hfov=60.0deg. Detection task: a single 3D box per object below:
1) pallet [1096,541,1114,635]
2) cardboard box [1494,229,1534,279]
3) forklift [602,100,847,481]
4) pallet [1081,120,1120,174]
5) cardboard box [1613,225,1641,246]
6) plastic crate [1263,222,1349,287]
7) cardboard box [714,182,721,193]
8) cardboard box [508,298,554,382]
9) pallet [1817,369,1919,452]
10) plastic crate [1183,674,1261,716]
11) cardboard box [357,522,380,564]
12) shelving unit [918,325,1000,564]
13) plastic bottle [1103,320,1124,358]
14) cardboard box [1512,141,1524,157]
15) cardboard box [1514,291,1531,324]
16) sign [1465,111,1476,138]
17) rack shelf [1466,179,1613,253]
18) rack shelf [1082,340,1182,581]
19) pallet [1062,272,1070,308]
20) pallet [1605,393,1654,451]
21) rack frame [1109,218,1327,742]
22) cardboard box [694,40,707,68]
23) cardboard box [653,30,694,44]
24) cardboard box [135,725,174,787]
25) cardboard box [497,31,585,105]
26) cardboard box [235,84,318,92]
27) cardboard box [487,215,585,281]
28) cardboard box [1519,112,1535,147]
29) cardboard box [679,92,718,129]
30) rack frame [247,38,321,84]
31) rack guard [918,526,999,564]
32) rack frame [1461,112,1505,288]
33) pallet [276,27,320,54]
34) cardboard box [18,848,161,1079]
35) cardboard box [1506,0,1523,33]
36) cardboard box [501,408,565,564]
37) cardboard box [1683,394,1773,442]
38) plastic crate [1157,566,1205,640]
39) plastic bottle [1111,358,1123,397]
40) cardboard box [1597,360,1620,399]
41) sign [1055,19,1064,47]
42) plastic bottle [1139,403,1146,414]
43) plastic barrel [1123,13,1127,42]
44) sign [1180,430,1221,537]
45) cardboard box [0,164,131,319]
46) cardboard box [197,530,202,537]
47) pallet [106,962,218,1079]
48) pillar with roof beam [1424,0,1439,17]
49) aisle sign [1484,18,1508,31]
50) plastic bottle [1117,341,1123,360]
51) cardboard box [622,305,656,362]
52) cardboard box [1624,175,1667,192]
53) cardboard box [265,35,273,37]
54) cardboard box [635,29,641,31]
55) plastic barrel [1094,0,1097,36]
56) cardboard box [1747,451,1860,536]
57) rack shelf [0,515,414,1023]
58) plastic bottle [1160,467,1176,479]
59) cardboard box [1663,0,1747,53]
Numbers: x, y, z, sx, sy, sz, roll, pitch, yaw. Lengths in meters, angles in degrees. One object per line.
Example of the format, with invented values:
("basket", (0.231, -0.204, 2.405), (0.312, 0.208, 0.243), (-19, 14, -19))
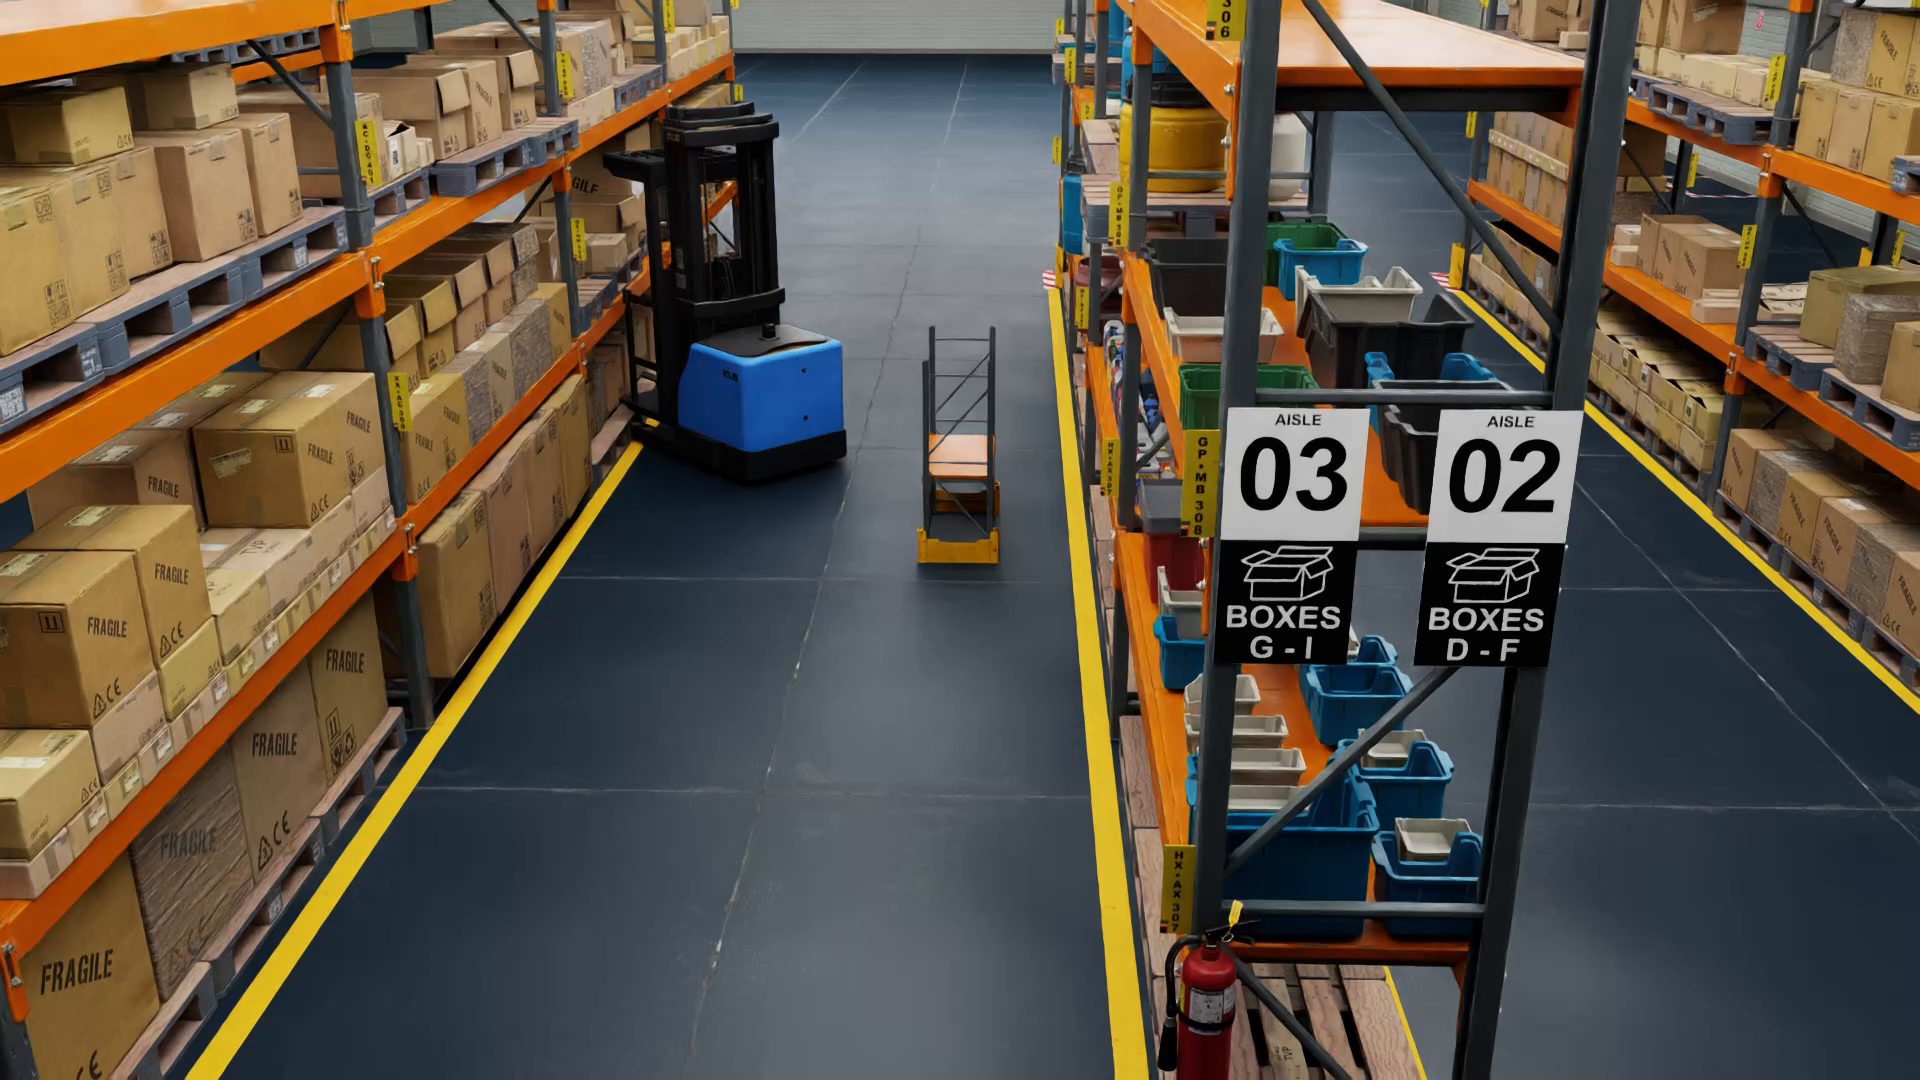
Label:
("pallet", (1.464, 0.322, 11.408), (1.003, 0.211, 1.213), (1, 21, 2))
("cardboard box", (6.426, -3.251, 18.944), (0.500, 0.500, 0.500), (1, 21, 2))
("forklift", (-2.326, -2.305, 14.418), (1.130, 2.935, 3.031), (-18, 28, -38))
("pallet", (1.365, -2.738, 11.554), (1.003, 0.211, 1.213), (1, 21, 2))
("cardboard box", (6.587, -2.846, 15.923), (0.500, 0.250, 0.500), (2, 21, 5))
("plastic crate", (1.654, -1.400, 8.138), (0.450, 0.188, 0.662), (1, 21, 2))
("cardboard box", (-3.011, -4.157, 19.442), (0.380, 0.149, 0.250), (1, 21, 2))
("cardboard box", (-3.253, -1.443, 11.964), (0.500, 0.500, 0.500), (0, 21, 1))
("pallet", (6.383, -0.855, 10.851), (1.003, 0.211, 1.213), (1, 21, 2))
("plastic crate", (1.084, 0.674, 6.926), (0.298, 0.136, 0.250), (1, 21, 2))
("cardboard box", (-3.276, 0.012, 8.698), (0.380, 0.149, 0.250), (1, 21, 3))
("shelving unit", (0.002, -0.727, 12.329), (0.587, 1.500, 1.083), (1, 21, 2))
("plastic bottle", (1.150, -1.493, 12.401), (0.152, 0.276, 0.135), (1, 21, 2))
("cardboard box", (6.423, -4.377, 18.627), (0.380, 0.149, 0.250), (0, 21, 0))
("cardboard box", (6.380, -2.540, 18.148), (0.500, 0.250, 0.500), (1, 21, 2))
("sign", (6.126, -4.989, 19.934), (0.100, 0.325, 0.005), (1, 21, 2))
("rack shelf", (6.620, -3.482, 18.350), (1.077, 0.370, 4.000), (1, 21, 2))
("rack shelf", (1.425, -0.645, 11.039), (1.077, 0.370, 4.000), (1, 21, 2))
("pallet", (1.744, -2.974, 19.903), (1.003, 0.211, 1.213), (1, 21, 2))
("pallet", (6.541, -1.085, 15.033), (1.003, 0.211, 1.213), (1, 21, 2))
("rack frame", (1.364, -0.257, 9.045), (1.000, 3.000, 0.127), (1, 21, 2))
("cardboard box", (-3.028, -5.254, 17.985), (0.500, 0.250, 0.500), (0, 21, 1))
("cardboard box", (-3.023, -5.305, 17.564), (0.380, 0.149, 0.250), (0, 21, 1))
("cardboard box", (-3.347, 0.847, 6.546), (0.380, 0.149, 0.250), (0, 21, 1))
("cardboard box", (-3.193, -3.603, 12.693), (0.500, 0.500, 0.500), (1, 21, 2))
("cardboard box", (-8.226, -5.181, 20.036), (0.875, 0.550, 0.550), (1, 21, 2))
("cardboard box", (-3.571, -2.399, 13.847), (0.700, 0.500, 0.500), (4, 22, 10))
("cardboard box", (6.627, -4.631, 18.387), (0.700, 0.500, 0.500), (1, 21, 2))
("cardboard box", (-3.018, -4.739, 18.664), (0.500, 0.500, 0.500), (1, 21, 2))
("rack frame", (-8.176, -4.742, 20.603), (1.000, 3.000, 0.127), (1, 21, 2))
("rack guard", (-0.013, 0.036, 12.091), (0.587, 0.250, 0.087), (1, 21, 2))
("rack frame", (6.680, -4.540, 20.084), (1.000, 3.000, 0.127), (1, 21, 2))
("pallet", (-8.188, -5.831, 19.385), (1.003, 0.211, 1.213), (1, 21, 2))
("cardboard box", (-3.768, 1.697, 6.366), (0.875, 0.875, 0.875), (1, 21, 2))
("cardboard box", (6.659, -6.040, 18.886), (0.797, 0.503, 0.637), (2, 21, 5))
("cardboard box", (-3.541, -0.392, 11.749), (1.225, 0.875, 0.875), (1, 21, 2))
("cardboard box", (6.207, -1.015, 13.444), (0.500, 0.311, 0.500), (1, 21, 3))
("plastic crate", (1.134, 0.320, 7.638), (0.437, 0.282, 0.530), (1, 21, 2))
("plastic bottle", (1.091, -1.115, 11.434), (0.097, 0.271, 0.097), (0, 21, 0))
("cardboard box", (6.269, -1.493, 15.450), (0.500, 0.250, 0.500), (0, 21, 0))
("sign", (1.180, -6.006, 19.703), (0.100, 0.325, 0.005), (1, 21, 2))
("plastic bottle", (1.084, -0.709, 10.380), (0.152, 0.276, 0.135), (1, 21, 2))
("plastic barrel", (1.809, -4.596, 15.387), (0.600, 0.901, 0.708), (1, 21, 2))
("sign", (0.692, -0.161, 4.795), (0.100, 0.325, 0.005), (1, 21, 2))
("cardboard box", (-3.641, -1.131, 6.294), (0.700, 0.500, 0.500), (-1, 21, -2))
("cardboard box", (-3.893, 0.154, 7.783), (0.500, 0.250, 0.500), (1, 21, 3))
("pallet", (-3.762, 2.145, 6.710), (1.003, 0.211, 1.213), (1, 21, 2))
("pillar with roof beam", (9.085, -17.916, 46.262), (9.100, 9.000, 0.400), (1, 21, 2))
("aisle sign", (6.376, -5.779, 19.683), (0.394, 0.787, 0.004), (1, 21, 2))
("plastic bottle", (1.166, -1.281, 11.862), (0.097, 0.271, 0.097), (0, 21, 0))
("cardboard box", (-3.383, -2.022, 16.442), (0.700, 0.500, 0.500), (-1, 21, -3))
("cardboard box", (6.760, -3.538, 16.466), (0.380, 0.149, 0.250), (1, 21, 2))
("cardboard box", (-7.886, -5.682, 18.508), (0.380, 0.149, 0.250), (1, 21, 2))
("cardboard box", (-3.587, -5.316, 17.593), (0.380, 0.149, 0.250), (2, 21, 4))
("plastic barrel", (1.842, -6.213, 19.075), (0.600, 0.830, 0.708), (1, 21, 2))
("cardboard box", (6.127, -0.337, 12.097), (0.500, 0.500, 0.500), (0, 21, 0))
("rack shelf", (-3.647, 0.747, 7.452), (1.077, 0.370, 4.000), (1, 21, 2))
("plastic bottle", (1.179, -0.316, 9.472), (0.097, 0.201, 0.097), (0, 21, 0))
("cardboard box", (6.506, -4.539, 14.524), (0.500, 0.500, 0.500), (3, 21, 7))
